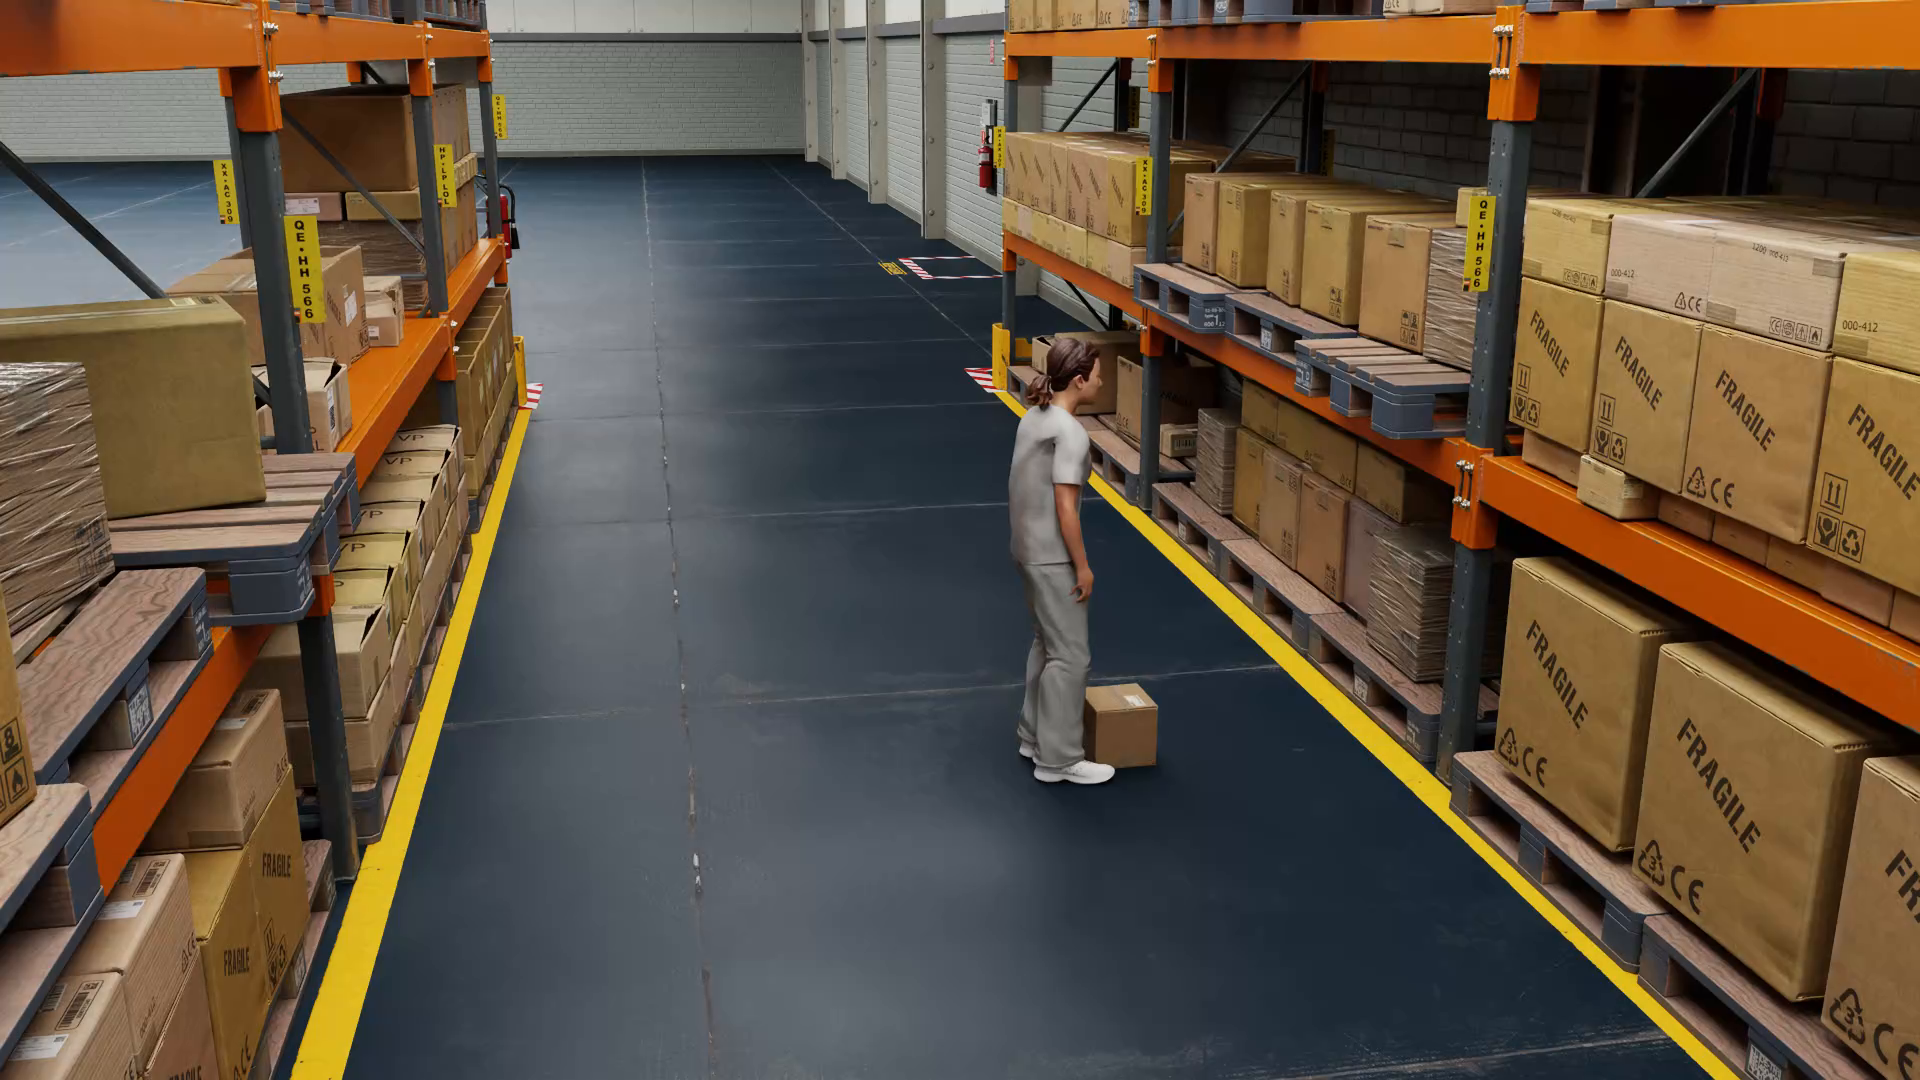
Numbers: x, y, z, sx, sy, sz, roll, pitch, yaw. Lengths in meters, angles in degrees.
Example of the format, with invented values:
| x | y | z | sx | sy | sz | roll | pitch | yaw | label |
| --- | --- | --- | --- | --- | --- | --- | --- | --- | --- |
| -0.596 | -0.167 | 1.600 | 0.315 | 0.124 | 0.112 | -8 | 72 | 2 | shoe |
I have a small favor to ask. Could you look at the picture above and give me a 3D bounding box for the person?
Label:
| x | y | z | sx | sy | sz | roll | pitch | yaw | label |
| --- | --- | --- | --- | --- | --- | --- | --- | --- | --- |
| 0.378 | 0.069 | 6.306 | 0.365 | 1.671 | 0.514 | -4 | 17 | -14 | person |
